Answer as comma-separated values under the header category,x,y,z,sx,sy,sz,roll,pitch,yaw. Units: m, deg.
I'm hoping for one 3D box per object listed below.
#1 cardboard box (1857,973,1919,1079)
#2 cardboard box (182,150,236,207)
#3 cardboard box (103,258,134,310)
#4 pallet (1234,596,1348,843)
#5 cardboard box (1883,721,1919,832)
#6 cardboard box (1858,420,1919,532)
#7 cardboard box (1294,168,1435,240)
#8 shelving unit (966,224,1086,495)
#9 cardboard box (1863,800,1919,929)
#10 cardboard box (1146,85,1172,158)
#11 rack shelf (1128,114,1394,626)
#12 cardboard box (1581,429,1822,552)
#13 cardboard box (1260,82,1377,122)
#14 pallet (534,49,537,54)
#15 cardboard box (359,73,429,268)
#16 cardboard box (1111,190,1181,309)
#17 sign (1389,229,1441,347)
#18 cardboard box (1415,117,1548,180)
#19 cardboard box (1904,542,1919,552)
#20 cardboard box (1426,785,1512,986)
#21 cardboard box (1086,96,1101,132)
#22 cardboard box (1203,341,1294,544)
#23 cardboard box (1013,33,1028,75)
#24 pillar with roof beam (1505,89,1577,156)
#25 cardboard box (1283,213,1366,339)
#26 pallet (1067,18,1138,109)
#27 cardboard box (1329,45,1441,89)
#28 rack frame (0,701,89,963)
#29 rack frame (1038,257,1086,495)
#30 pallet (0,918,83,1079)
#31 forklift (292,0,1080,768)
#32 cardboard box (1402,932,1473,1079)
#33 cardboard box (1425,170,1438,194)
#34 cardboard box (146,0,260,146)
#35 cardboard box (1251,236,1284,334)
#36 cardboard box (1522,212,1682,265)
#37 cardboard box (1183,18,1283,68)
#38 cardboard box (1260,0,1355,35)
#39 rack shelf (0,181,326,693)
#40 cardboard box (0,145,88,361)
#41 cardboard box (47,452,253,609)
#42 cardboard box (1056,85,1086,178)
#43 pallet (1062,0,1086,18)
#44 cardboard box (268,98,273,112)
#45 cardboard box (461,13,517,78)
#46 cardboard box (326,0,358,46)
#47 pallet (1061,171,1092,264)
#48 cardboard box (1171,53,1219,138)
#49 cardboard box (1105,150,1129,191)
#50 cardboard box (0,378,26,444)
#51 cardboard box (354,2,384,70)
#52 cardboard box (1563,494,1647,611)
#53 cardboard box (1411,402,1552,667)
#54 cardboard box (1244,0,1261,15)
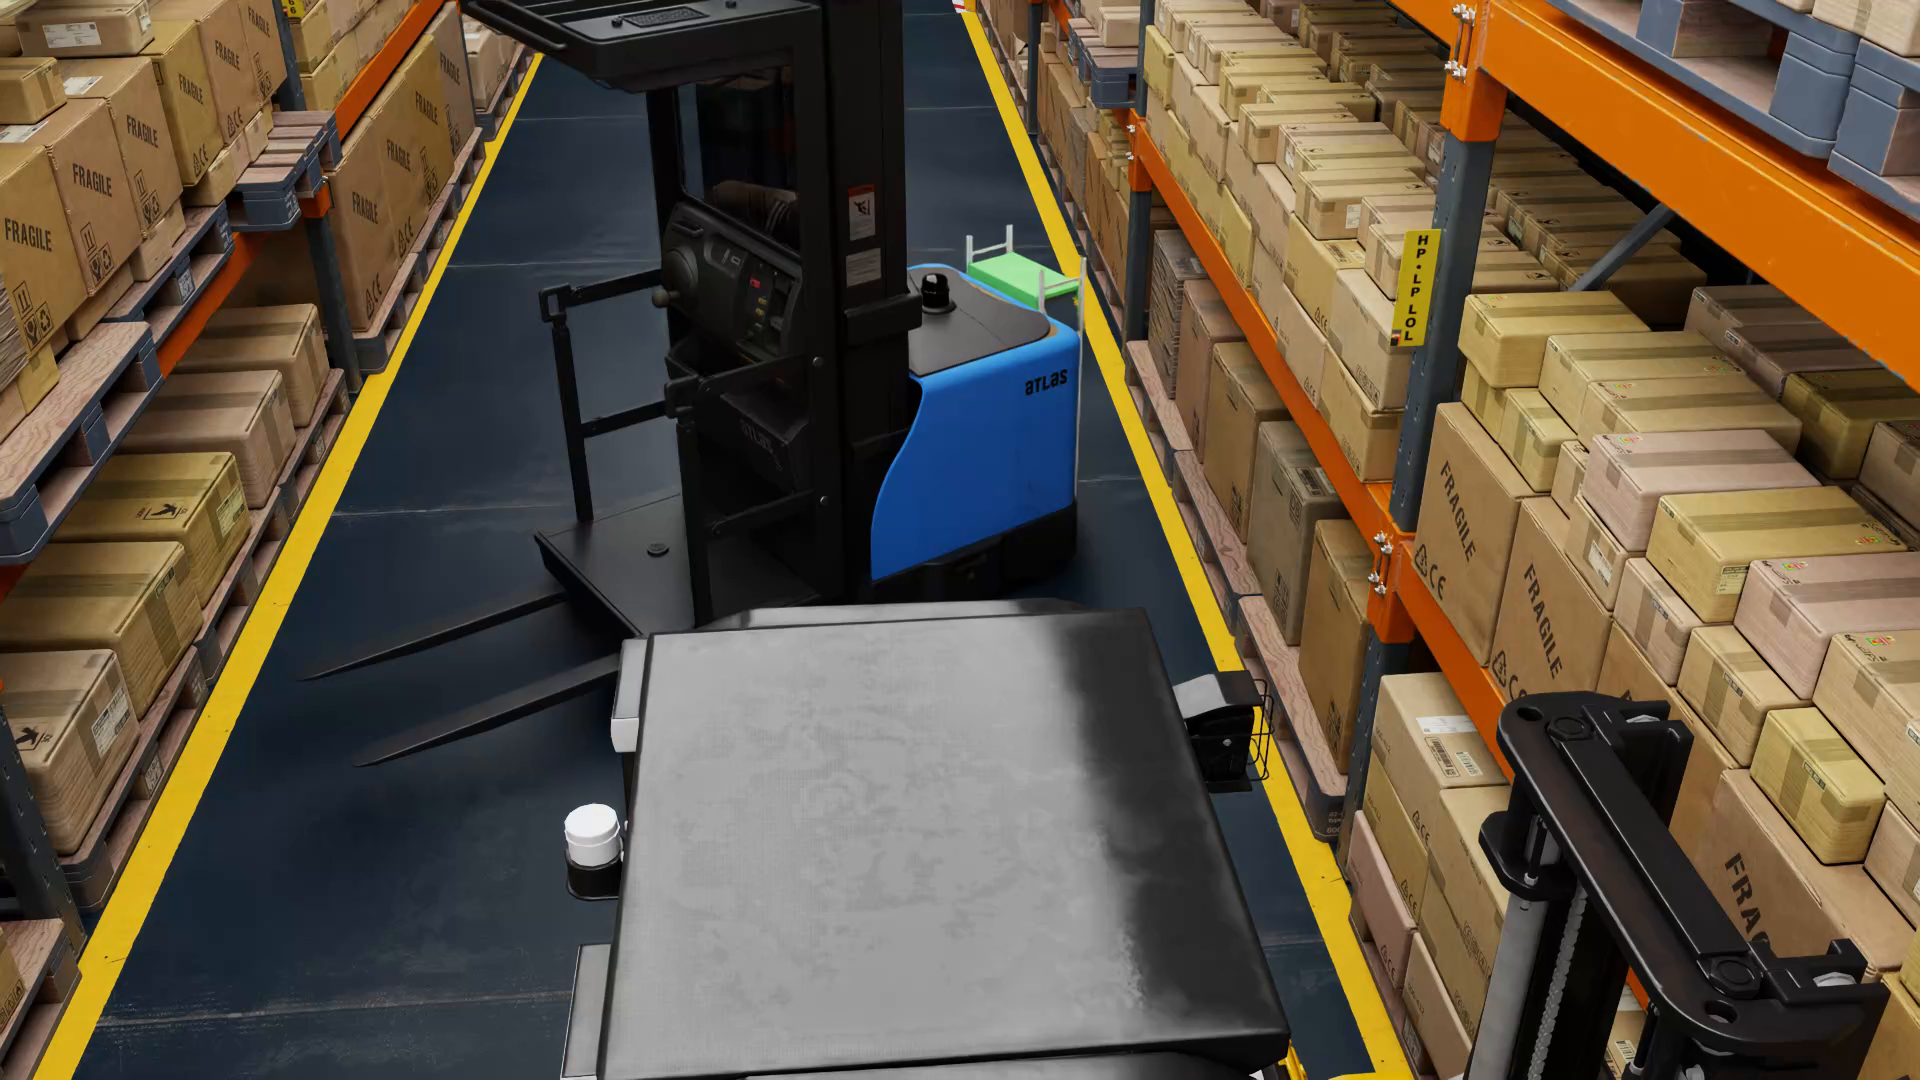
category,x,y,z,sx,sy,sz,roll,pitch,yaw
cardboard box,1.720,1.004,2.546,0.500,0.500,0.500,-3,31,-6
cardboard box,-3.089,-1.420,6.537,0.380,0.149,0.250,-2,31,-4
cardboard box,-3.059,-0.888,5.647,0.380,0.149,0.250,-3,31,-4
pallet,1.633,0.593,6.051,1.003,0.211,1.213,-3,31,-5
cardboard box,1.722,0.408,2.622,0.380,0.149,0.250,-2,31,-4
cardboard box,2.177,-0.141,3.540,0.380,0.149,0.250,-3,31,-6
cardboard box,1.319,-1.101,5.438,0.380,0.149,0.250,-4,31,-6
shelving unit,0.274,-0.712,7.272,0.258,1.200,0.503,-21,37,-31
cardboard box,1.725,0.542,2.687,0.380,0.149,0.250,-3,31,-5
cardboard box,1.165,-1.969,7.768,0.500,0.250,0.500,-3,31,-4
rack shelf,1.554,-0.942,6.603,1.077,0.370,4.000,-3,31,-5
cardboard box,1.544,-0.106,3.483,0.380,0.149,0.250,-2,31,-3
cardboard box,1.355,-1.630,6.323,0.380,0.149,0.250,-3,31,-5
pallet,-4.169,-4.515,14.603,1.003,0.211,1.213,-3,31,-5
cardboard box,-3.635,-2.112,9.524,0.875,0.875,0.875,-2,31,-4
cardboard box,1.114,-1.584,9.006,0.500,0.500,0.500,-2,31,-3
sign,1.202,-0.662,4.381,0.100,0.325,0.005,-3,31,-5
cardboard box,1.855,-1.394,5.929,0.380,0.149,0.250,-3,31,-5
cardboard box,2.094,0.124,3.387,0.380,0.149,0.250,-2,31,-3
cardboard box,1.511,0.865,4.174,0.500,0.250,0.500,-3,31,-5
cardboard box,0.973,-2.576,10.033,0.380,0.149,0.250,-4,31,-7
cardboard box,1.544,-0.437,6.962,0.875,0.625,0.625,-4,31,-7
cardboard box,0.616,-3.773,12.898,0.396,0.266,0.258,-2,31,-3
pillar with roof beam,-1.900,-4.019,5.202,9.100,9.000,0.400,-3,31,-5
cardboard box,1.385,-0.881,5.458,0.500,0.250,0.500,-4,31,-6
pallet,1.234,-2.532,8.751,1.213,0.211,1.003,-3,31,-5
cardboard box,1.738,-1.914,6.800,0.380,0.149,0.250,-3,31,-5
rack frame,-3.201,0.010,4.308,1.000,3.000,0.127,-3,31,-5
rack frame,0.420,-0.612,7.104,0.240,1.200,0.015,-21,37,-31
pallet,-3.103,1.549,4.452,1.003,0.211,1.213,-3,31,-5
forklift,-0.999,-0.907,5.910,3.031,2.935,1.130,-21,37,-31
cardboard box,1.519,1.292,4.434,0.500,0.250,0.500,-3,31,-6
cardboard box,1.875,-1.171,5.944,0.500,0.250,0.500,-3,31,-6
cardboard box,-3.196,-1.901,6.710,0.500,0.500,0.500,-3,31,-5
cardboard box,1.365,-0.921,6.014,0.500,0.250,0.500,-3,31,-4
cardboard box,1.949,-0.880,5.068,0.380,0.149,0.250,-4,31,-6
cardboard box,1.179,-2.150,7.194,0.380,0.149,0.250,-2,31,-3
cardboard box,1.599,-2.437,7.674,0.380,0.149,0.250,-2,31,-3
rack shelf,-3.388,-0.702,6.202,1.077,0.370,4.000,-3,31,-5
cardboard box,-3.006,-0.850,4.950,0.500,0.500,0.500,-3,31,-4
cardboard box,-3.389,-0.031,6.531,0.950,0.372,0.625,-2,31,-3
cardboard box,0.916,-2.637,10.768,0.500,0.500,0.500,-4,31,-6
pallet,1.181,-3.182,9.839,1.003,0.211,1.213,-3,31,-5
cardboard box,-3.310,-1.948,7.422,0.380,0.149,0.250,-2,31,-3
cardboard box,-3.984,-3.937,13.006,0.875,0.438,0.875,-4,31,-6
cardboard box,-3.423,-2.717,8.532,0.500,0.250,0.500,-2,31,-3
pallet,1.224,-2.079,10.525,1.003,0.211,1.213,-3,31,-5
cardboard box,1.211,-1.928,7.212,0.500,0.250,0.500,-2,31,-3
cardboard box,1.012,-2.035,9.128,0.380,0.149,0.250,-4,31,-7
cardboard box,-2.938,-0.360,4.762,0.380,0.149,0.250,-2,31,-4
cardboard box,-3.478,-2.759,9.090,0.500,0.250,0.500,-2,31,-3
cardboard box,1.536,0.018,3.565,0.380,0.149,0.250,-2,31,-3
cardboard box,1.522,-0.033,4.283,0.500,0.500,0.500,-4,31,-6
cardboard box,1.475,-2.765,8.447,0.500,0.500,0.500,-1,31,-2
